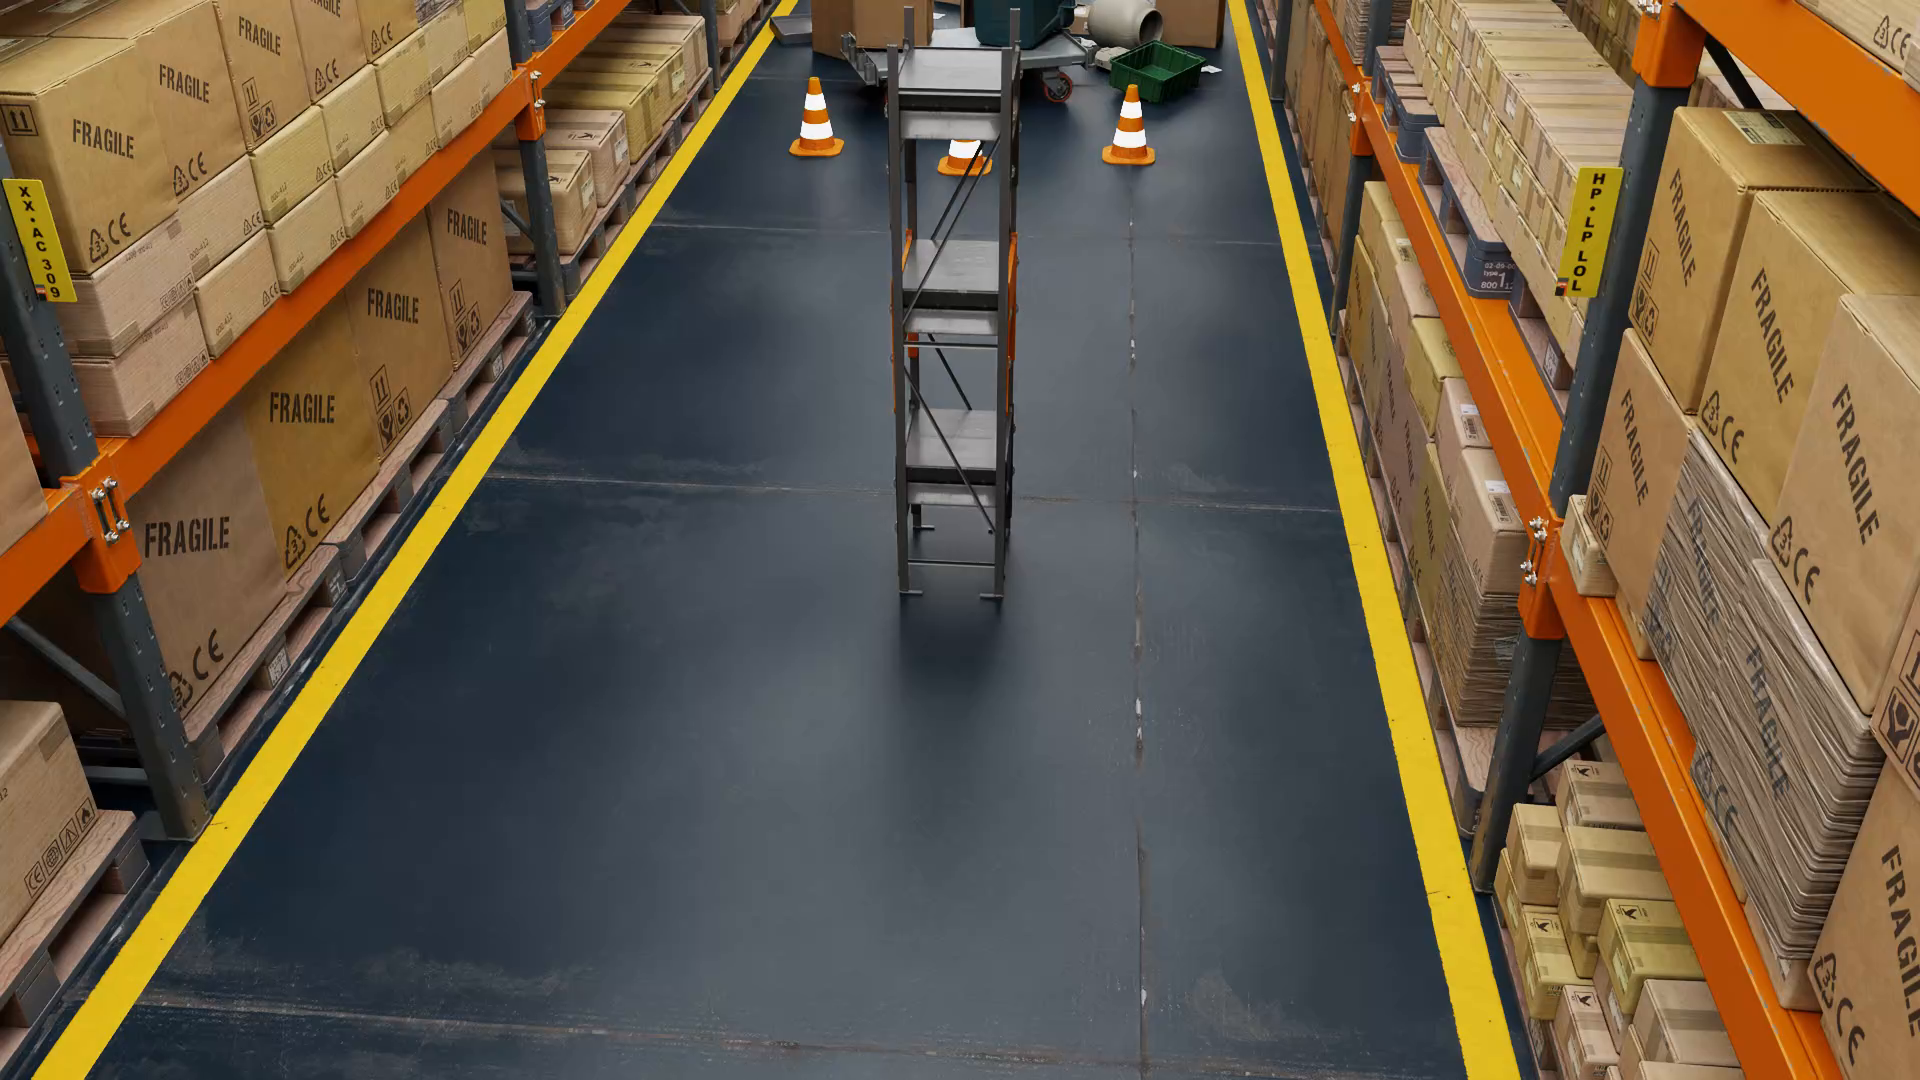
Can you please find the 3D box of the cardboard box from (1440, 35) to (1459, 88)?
[{"bbox_3d":[2.083,-1.851,6.450,0.380,0.149,0.250,3,32,4],"label":"cardboard box"}]

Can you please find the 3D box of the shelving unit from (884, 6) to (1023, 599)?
[{"bbox_3d":[-0.013,-0.807,6.059,0.431,2.100,0.503,2,32,4],"label":"shelving unit"}]

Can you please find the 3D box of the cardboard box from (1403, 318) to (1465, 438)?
[{"bbox_3d":[1.949,-0.598,6.129,0.500,0.250,0.500,1,32,2],"label":"cardboard box"}]

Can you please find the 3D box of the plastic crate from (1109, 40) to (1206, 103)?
[{"bbox_3d":[1.416,-3.376,11.995,0.450,0.188,0.662,29,41,23],"label":"plastic crate"}]

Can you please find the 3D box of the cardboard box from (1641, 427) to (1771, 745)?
[{"bbox_3d":[1.731,0.119,3.318,0.500,0.500,0.500,2,32,4],"label":"cardboard box"}]

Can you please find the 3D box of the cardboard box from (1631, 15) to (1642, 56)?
[{"bbox_3d":[2.711,-1.826,6.126,0.380,0.149,0.250,2,32,4],"label":"cardboard box"}]

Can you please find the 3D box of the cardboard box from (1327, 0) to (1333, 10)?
[{"bbox_3d":[2.233,-3.122,8.862,0.500,0.500,0.500,2,32,3],"label":"cardboard box"}]

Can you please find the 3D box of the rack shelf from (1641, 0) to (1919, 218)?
[{"bbox_3d":[1.893,-0.144,1.950,1.077,0.370,4.000,2,32,4],"label":"rack shelf"}]

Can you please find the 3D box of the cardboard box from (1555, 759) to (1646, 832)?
[{"bbox_3d":[1.821,0.734,4.449,0.380,0.149,0.250,4,32,6],"label":"cardboard box"}]

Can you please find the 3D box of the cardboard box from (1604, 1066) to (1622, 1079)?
[{"bbox_3d":[1.745,1.399,3.938,0.380,0.149,0.250,2,32,3],"label":"cardboard box"}]

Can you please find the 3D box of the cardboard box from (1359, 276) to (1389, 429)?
[{"bbox_3d":[2.032,-0.803,7.176,0.500,0.500,0.500,3,32,5],"label":"cardboard box"}]

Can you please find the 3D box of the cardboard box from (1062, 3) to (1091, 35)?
[{"bbox_3d":[1.011,-4.215,13.337,0.396,0.266,0.258,8,32,12],"label":"cardboard box"}]

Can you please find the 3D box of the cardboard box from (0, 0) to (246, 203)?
[{"bbox_3d":[-2.550,-1.330,5.002,0.500,0.500,0.500,2,32,4],"label":"cardboard box"}]

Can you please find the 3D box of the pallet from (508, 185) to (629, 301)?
[{"bbox_3d":[-2.495,-1.690,9.292,1.003,0.211,1.213,2,32,4],"label":"pallet"}]

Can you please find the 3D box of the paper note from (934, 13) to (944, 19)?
[{"bbox_3d":[-0.221,-4.366,13.817,0.148,0.019,0.142,14,34,21],"label":"paper note"}]

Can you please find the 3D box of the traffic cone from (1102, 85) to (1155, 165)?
[{"bbox_3d":[1.093,-2.685,10.666,0.336,0.463,0.334,2,32,4],"label":"traffic cone"}]

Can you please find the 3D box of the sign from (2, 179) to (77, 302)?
[{"bbox_3d":[-2.333,-0.757,4.218,0.100,0.325,0.005,2,32,4],"label":"sign"}]

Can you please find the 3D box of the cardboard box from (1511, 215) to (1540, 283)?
[{"bbox_3d":[1.954,-0.904,5.197,0.380,0.149,0.250,1,32,1],"label":"cardboard box"}]

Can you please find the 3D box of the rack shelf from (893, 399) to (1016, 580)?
[{"bbox_3d":[-0.013,-0.200,6.433,0.431,0.518,0.480,2,32,4],"label":"rack shelf"}]

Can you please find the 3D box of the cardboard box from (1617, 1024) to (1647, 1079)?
[{"bbox_3d":[1.768,1.272,3.861,0.380,0.149,0.250,1,32,1],"label":"cardboard box"}]

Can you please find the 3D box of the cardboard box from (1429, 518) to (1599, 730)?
[{"bbox_3d":[1.865,0.269,5.437,0.500,0.500,0.500,2,32,3],"label":"cardboard box"}]

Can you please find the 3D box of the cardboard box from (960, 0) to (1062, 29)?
[{"bbox_3d":[0.403,-4.131,12.844,0.797,0.637,0.503,2,32,4],"label":"cardboard box"}]

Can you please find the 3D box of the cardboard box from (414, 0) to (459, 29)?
[{"bbox_3d":[-2.375,-2.387,6.716,0.500,0.500,0.500,3,32,5],"label":"cardboard box"}]

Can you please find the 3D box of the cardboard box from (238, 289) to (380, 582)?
[{"bbox_3d":[-2.849,-0.452,6.249,0.875,0.875,0.875,3,32,5],"label":"cardboard box"}]

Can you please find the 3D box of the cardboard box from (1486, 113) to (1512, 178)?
[{"bbox_3d":[1.995,-1.323,5.593,0.380,0.149,0.250,3,32,4],"label":"cardboard box"}]

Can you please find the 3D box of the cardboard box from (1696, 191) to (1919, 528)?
[{"bbox_3d":[1.749,-0.316,3.072,0.500,0.500,0.500,2,32,2],"label":"cardboard box"}]

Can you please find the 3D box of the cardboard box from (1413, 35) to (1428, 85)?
[{"bbox_3d":[2.122,-2.016,7.002,0.380,0.149,0.250,4,32,6],"label":"cardboard box"}]

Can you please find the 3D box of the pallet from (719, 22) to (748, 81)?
[{"bbox_3d":[-2.215,-3.726,12.595,1.003,0.211,1.213,2,32,4],"label":"pallet"}]

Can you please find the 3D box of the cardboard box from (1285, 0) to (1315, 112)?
[{"bbox_3d":[2.746,-3.294,10.981,1.050,0.750,0.750,2,32,4],"label":"cardboard box"}]

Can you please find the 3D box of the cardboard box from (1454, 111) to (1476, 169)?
[{"bbox_3d":[2.038,-1.463,6.105,0.380,0.149,0.250,3,32,5],"label":"cardboard box"}]

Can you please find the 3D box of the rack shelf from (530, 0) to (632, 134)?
[{"bbox_3d":[-2.397,-3.208,9.783,1.077,0.370,4.000,2,32,4],"label":"rack shelf"}]

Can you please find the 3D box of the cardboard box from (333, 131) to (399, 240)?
[{"bbox_3d":[-2.439,-1.331,6.194,0.500,0.250,0.500,2,32,3],"label":"cardboard box"}]

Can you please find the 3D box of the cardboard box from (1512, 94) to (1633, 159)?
[{"bbox_3d":[1.983,-1.303,5.278,0.380,0.149,0.250,1,32,2],"label":"cardboard box"}]

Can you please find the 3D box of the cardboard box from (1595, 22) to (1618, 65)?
[{"bbox_3d":[2.756,-1.954,6.617,0.380,0.149,0.250,3,32,5],"label":"cardboard box"}]

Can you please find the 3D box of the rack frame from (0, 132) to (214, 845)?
[{"bbox_3d":[-2.886,-0.377,4.503,1.000,3.000,0.127,2,32,4],"label":"rack frame"}]

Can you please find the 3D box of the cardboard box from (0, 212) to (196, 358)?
[{"bbox_3d":[-2.569,-0.744,4.765,0.500,0.250,0.500,2,32,3],"label":"cardboard box"}]

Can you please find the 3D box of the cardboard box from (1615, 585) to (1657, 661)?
[{"bbox_3d":[1.760,0.161,3.870,0.380,0.149,0.250,3,32,5],"label":"cardboard box"}]

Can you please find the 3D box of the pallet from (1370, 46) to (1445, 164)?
[{"bbox_3d":[2.430,-1.851,7.078,1.213,0.211,1.003,2,32,4],"label":"pallet"}]

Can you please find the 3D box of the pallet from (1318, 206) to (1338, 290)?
[{"bbox_3d":[2.521,-1.532,9.035,1.003,0.211,1.213,2,32,4],"label":"pallet"}]

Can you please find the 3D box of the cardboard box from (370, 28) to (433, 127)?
[{"bbox_3d":[-2.406,-1.817,6.506,0.500,0.250,0.500,2,32,3],"label":"cardboard box"}]

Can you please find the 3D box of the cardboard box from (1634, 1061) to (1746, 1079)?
[{"bbox_3d":[1.668,1.277,3.569,0.380,0.149,0.250,3,32,5],"label":"cardboard box"}]

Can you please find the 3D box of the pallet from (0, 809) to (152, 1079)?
[{"bbox_3d":[-3.026,1.204,4.595,1.003,0.211,1.213,2,32,4],"label":"pallet"}]

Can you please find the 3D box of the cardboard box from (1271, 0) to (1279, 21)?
[{"bbox_3d":[2.898,-4.473,12.775,0.875,0.875,0.875,3,32,4],"label":"cardboard box"}]

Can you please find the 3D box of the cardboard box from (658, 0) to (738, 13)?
[{"bbox_3d":[-1.917,-4.185,12.187,0.500,0.500,0.500,4,32,6],"label":"cardboard box"}]

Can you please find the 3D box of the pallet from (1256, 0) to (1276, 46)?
[{"bbox_3d":[2.944,-4.249,13.443,1.003,0.211,1.213,2,32,4],"label":"pallet"}]

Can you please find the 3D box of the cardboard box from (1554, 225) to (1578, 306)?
[{"bbox_3d":[1.912,-0.771,4.698,0.380,0.149,0.250,3,32,4],"label":"cardboard box"}]

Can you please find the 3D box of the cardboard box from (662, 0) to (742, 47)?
[{"bbox_3d":[-1.917,-3.866,12.384,0.500,0.250,0.500,1,32,2],"label":"cardboard box"}]

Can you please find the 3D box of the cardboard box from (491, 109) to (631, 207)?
[{"bbox_3d":[-2.452,-2.210,9.582,0.950,0.372,0.625,2,32,3],"label":"cardboard box"}]

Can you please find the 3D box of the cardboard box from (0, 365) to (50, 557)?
[{"bbox_3d":[-2.669,-0.166,4.066,0.500,0.500,0.500,3,32,4],"label":"cardboard box"}]

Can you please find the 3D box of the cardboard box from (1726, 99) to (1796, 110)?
[{"bbox_3d":[2.629,-1.274,5.231,0.380,0.149,0.250,2,32,4],"label":"cardboard box"}]

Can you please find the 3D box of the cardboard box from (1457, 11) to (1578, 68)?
[{"bbox_3d":[2.065,-1.853,6.170,0.380,0.149,0.250,4,32,6],"label":"cardboard box"}]
